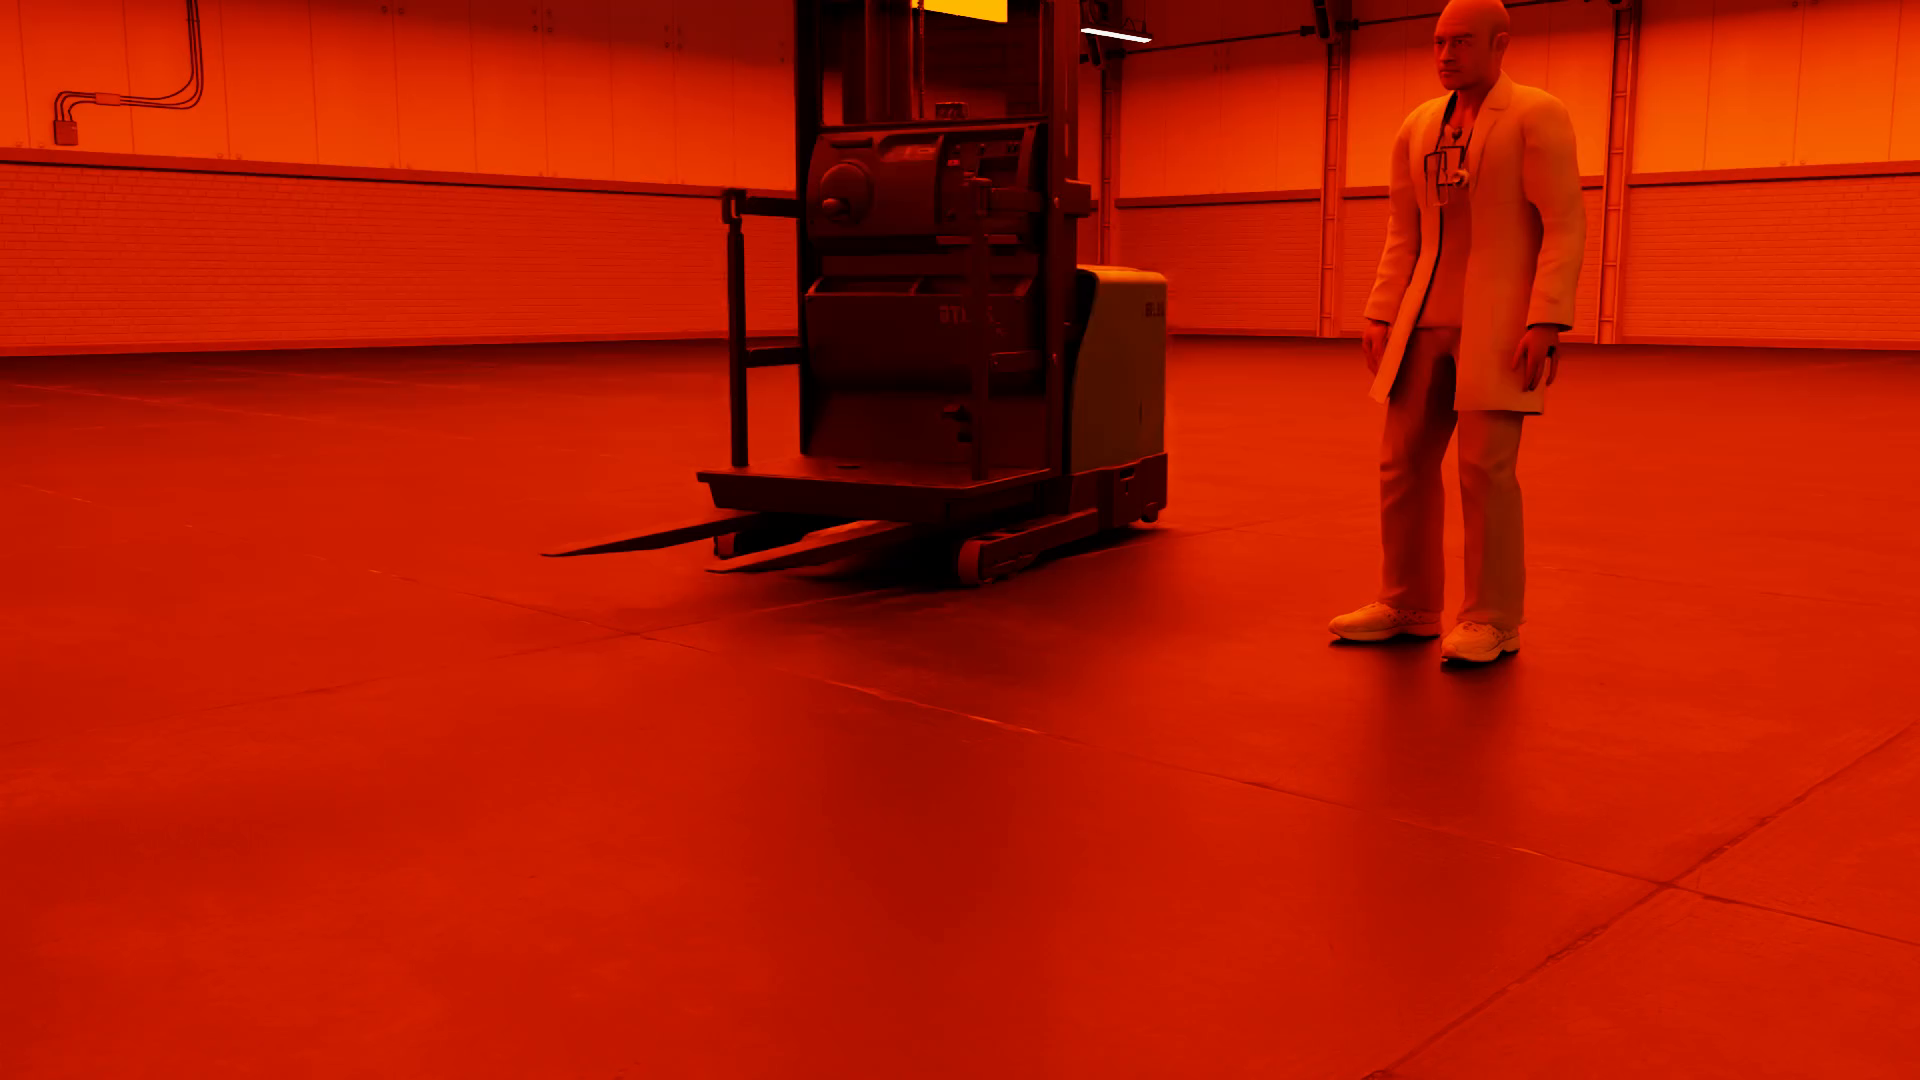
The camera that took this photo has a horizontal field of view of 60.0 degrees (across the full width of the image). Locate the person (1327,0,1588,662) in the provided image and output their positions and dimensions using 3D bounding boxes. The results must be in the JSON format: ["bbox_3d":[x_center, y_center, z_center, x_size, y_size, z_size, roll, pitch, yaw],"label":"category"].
[{"bbox_3d":[1.383,-0.571,4.554,0.422,1.774,0.653,-6,11,-36],"label":"person"}]

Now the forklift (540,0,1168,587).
[{"bbox_3d":[-0.246,-1.364,5.929,1.130,2.935,3.031,5,10,28],"label":"forklift"}]
